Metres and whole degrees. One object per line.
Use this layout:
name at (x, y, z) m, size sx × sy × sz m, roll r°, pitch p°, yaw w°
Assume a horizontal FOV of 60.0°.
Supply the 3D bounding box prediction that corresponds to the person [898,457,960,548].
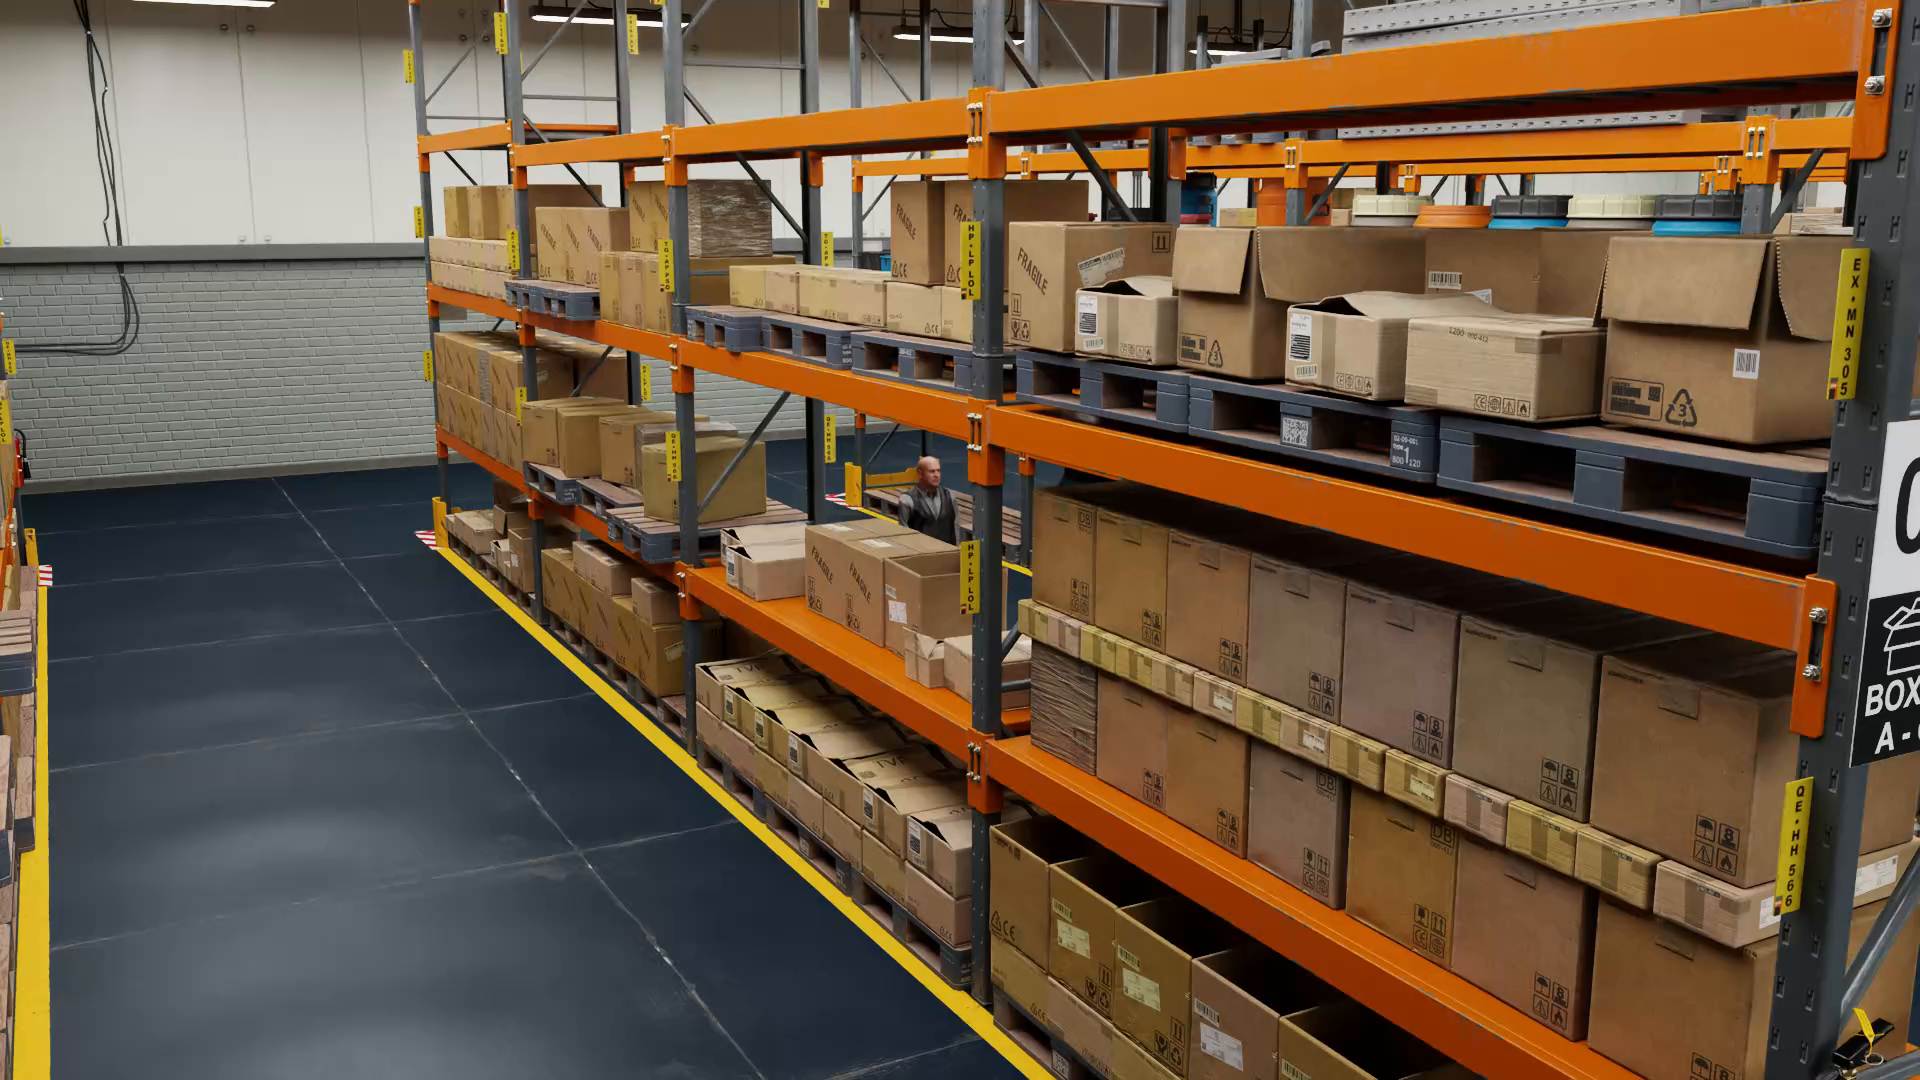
person at (-0.227, 0.213, 13.054) m, size 0.531 × 1.742 × 0.359 m, roll -6°, pitch 13°, yaw -27°
